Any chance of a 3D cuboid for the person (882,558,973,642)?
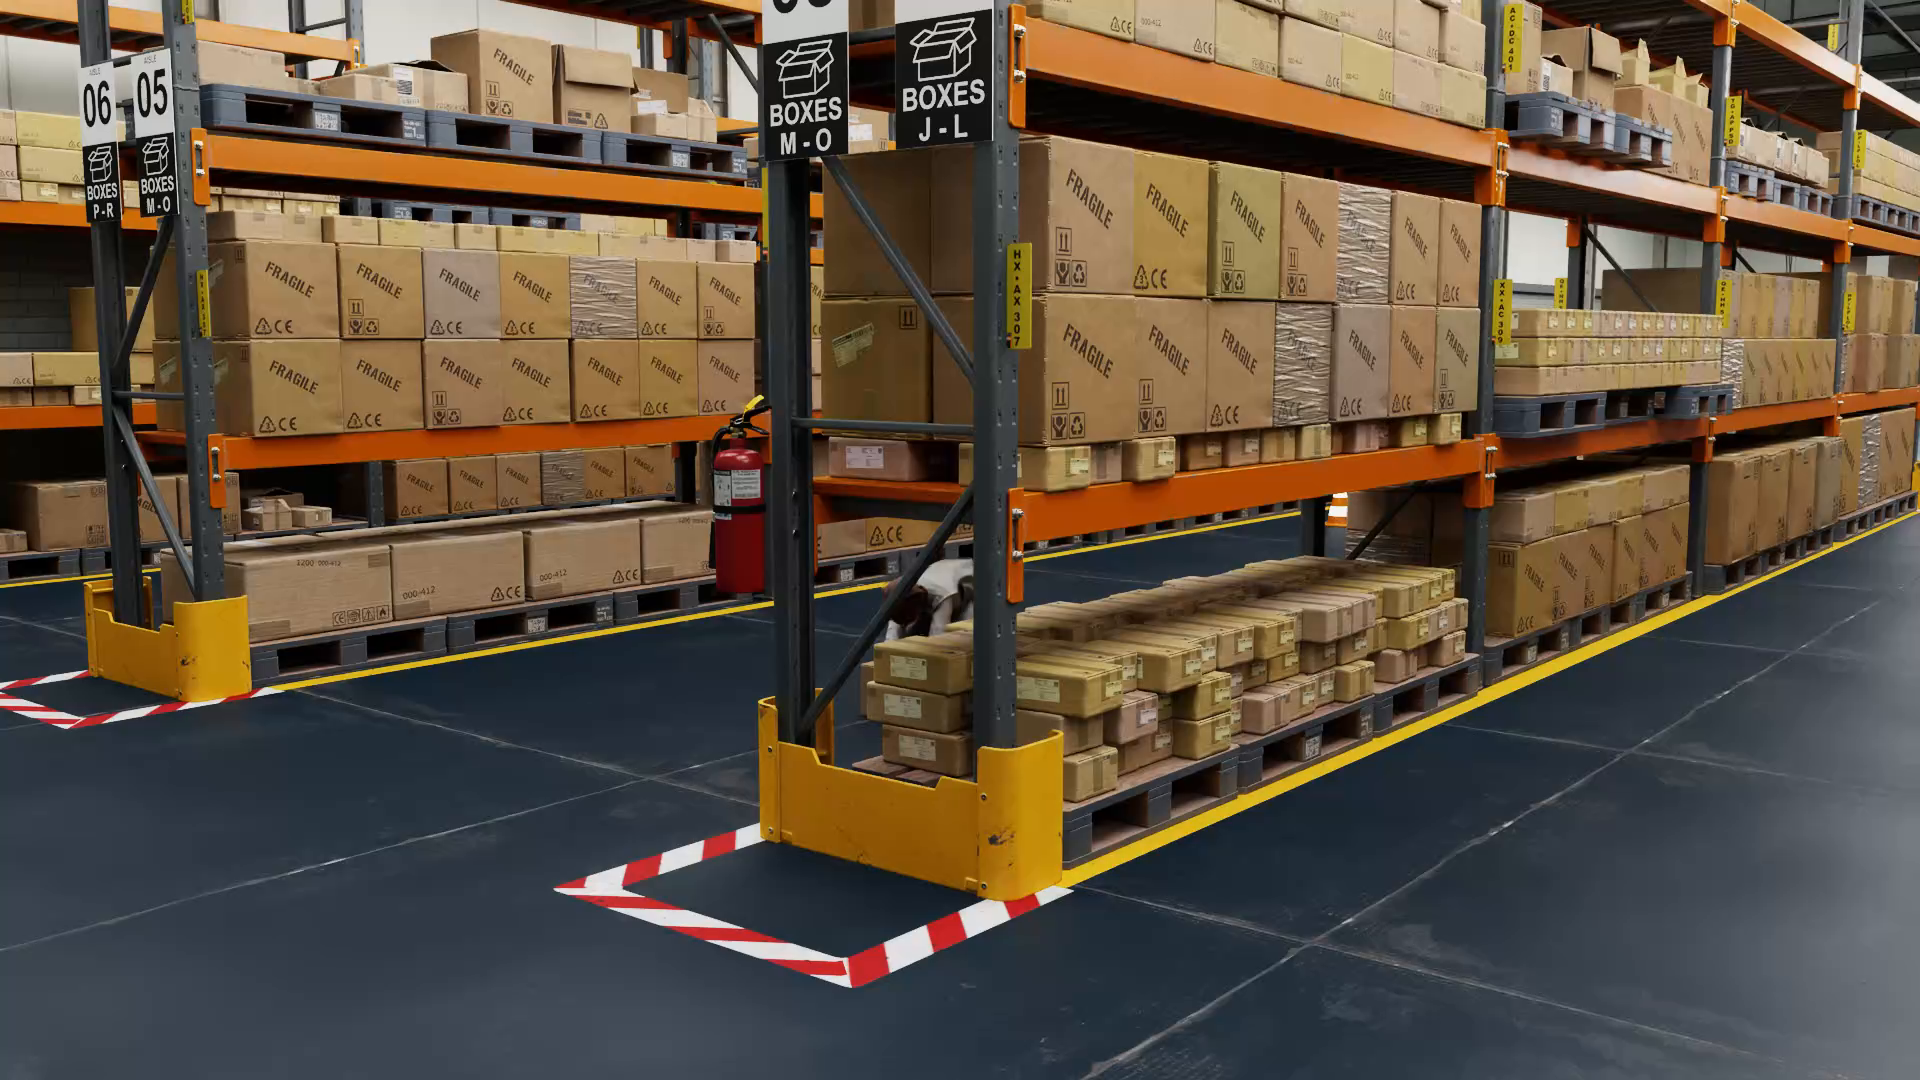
[{"bbox_3d":[-0.102,0.472,8.255,0.421,0.738,0.873,5,9,36],"label":"person"}]
